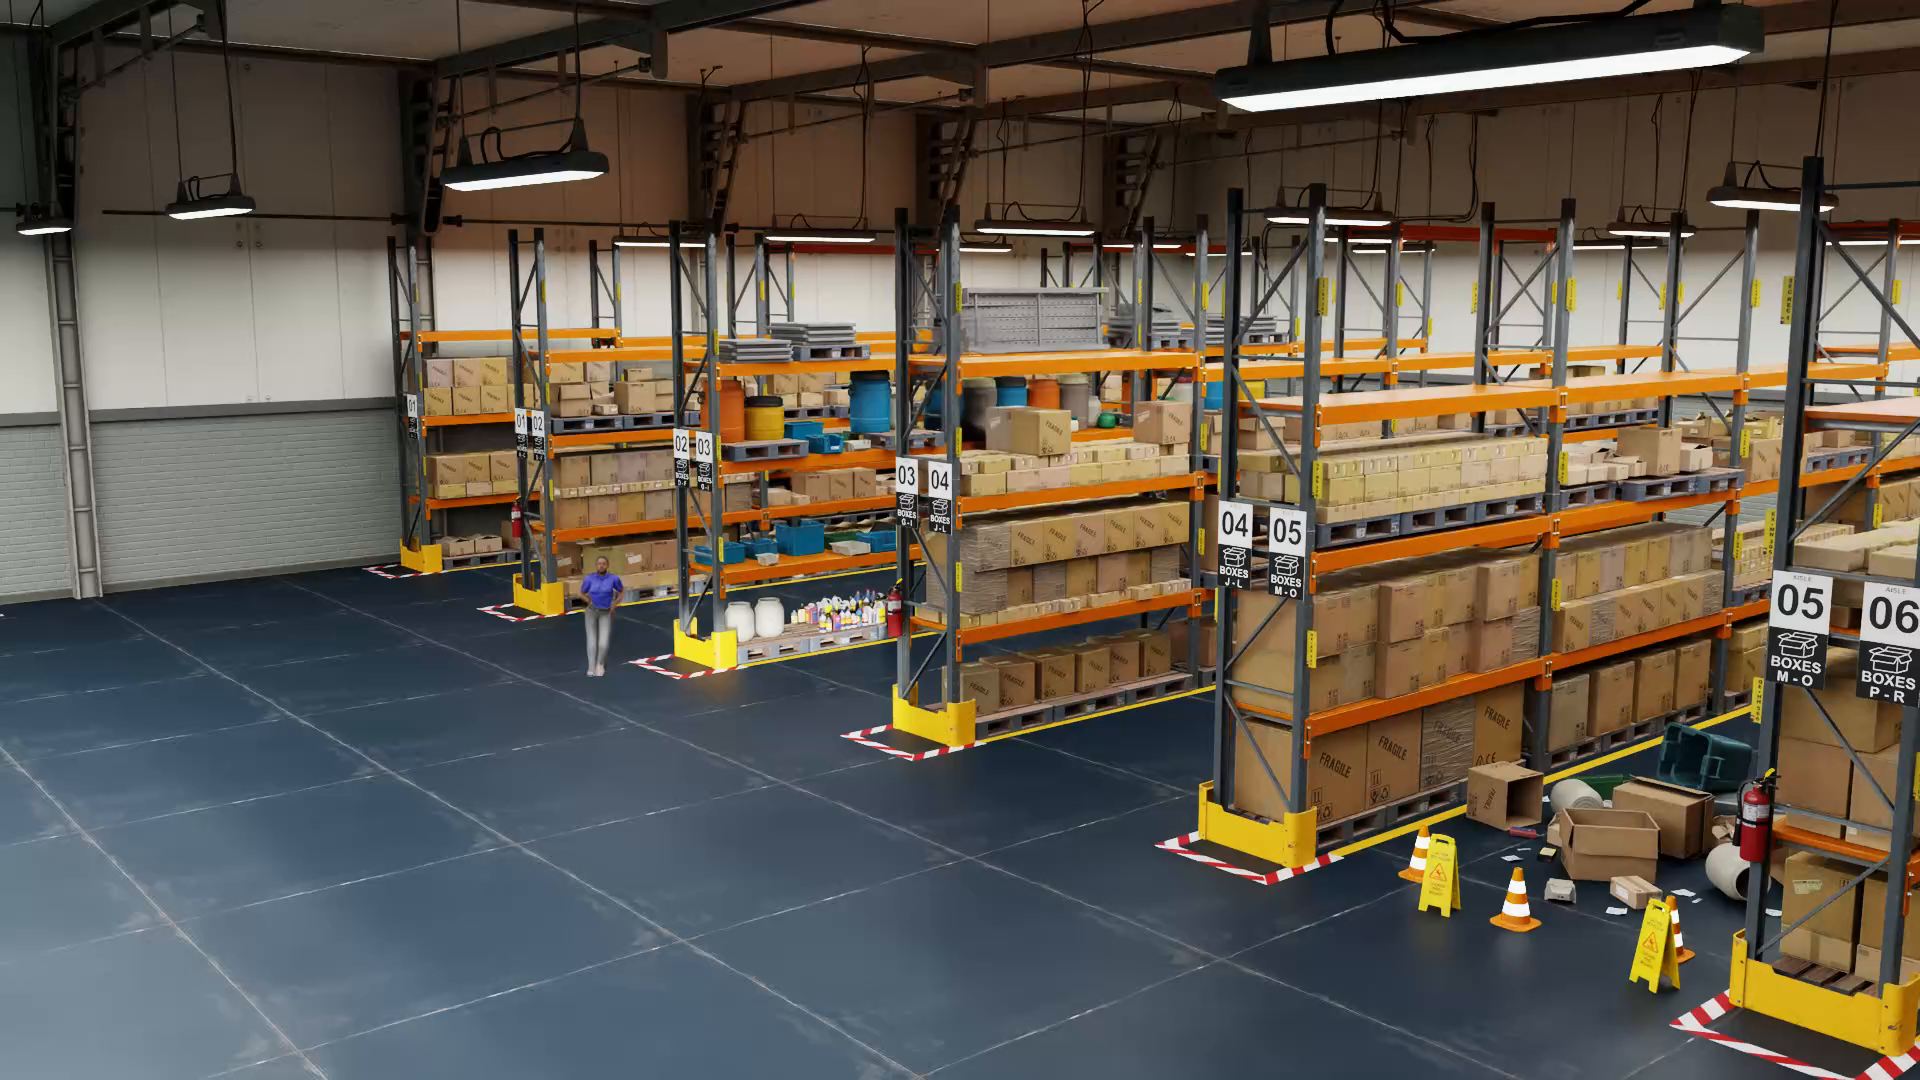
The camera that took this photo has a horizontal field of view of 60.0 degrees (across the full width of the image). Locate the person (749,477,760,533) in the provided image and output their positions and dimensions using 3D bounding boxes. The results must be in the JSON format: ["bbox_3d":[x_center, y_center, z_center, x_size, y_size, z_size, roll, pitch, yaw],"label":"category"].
[{"bbox_3d":[-3.788,-0.437,31.580,0.522,1.554,0.598,6,11,35],"label":"person"}]

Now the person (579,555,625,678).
[{"bbox_3d":[-4.718,1.018,21.903,0.588,1.639,0.638,-1,9,-6],"label":"person"}]

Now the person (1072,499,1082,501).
[{"bbox_3d":[1.726,0.295,24.042,0.634,1.815,0.873,8,12,44],"label":"person"}]
